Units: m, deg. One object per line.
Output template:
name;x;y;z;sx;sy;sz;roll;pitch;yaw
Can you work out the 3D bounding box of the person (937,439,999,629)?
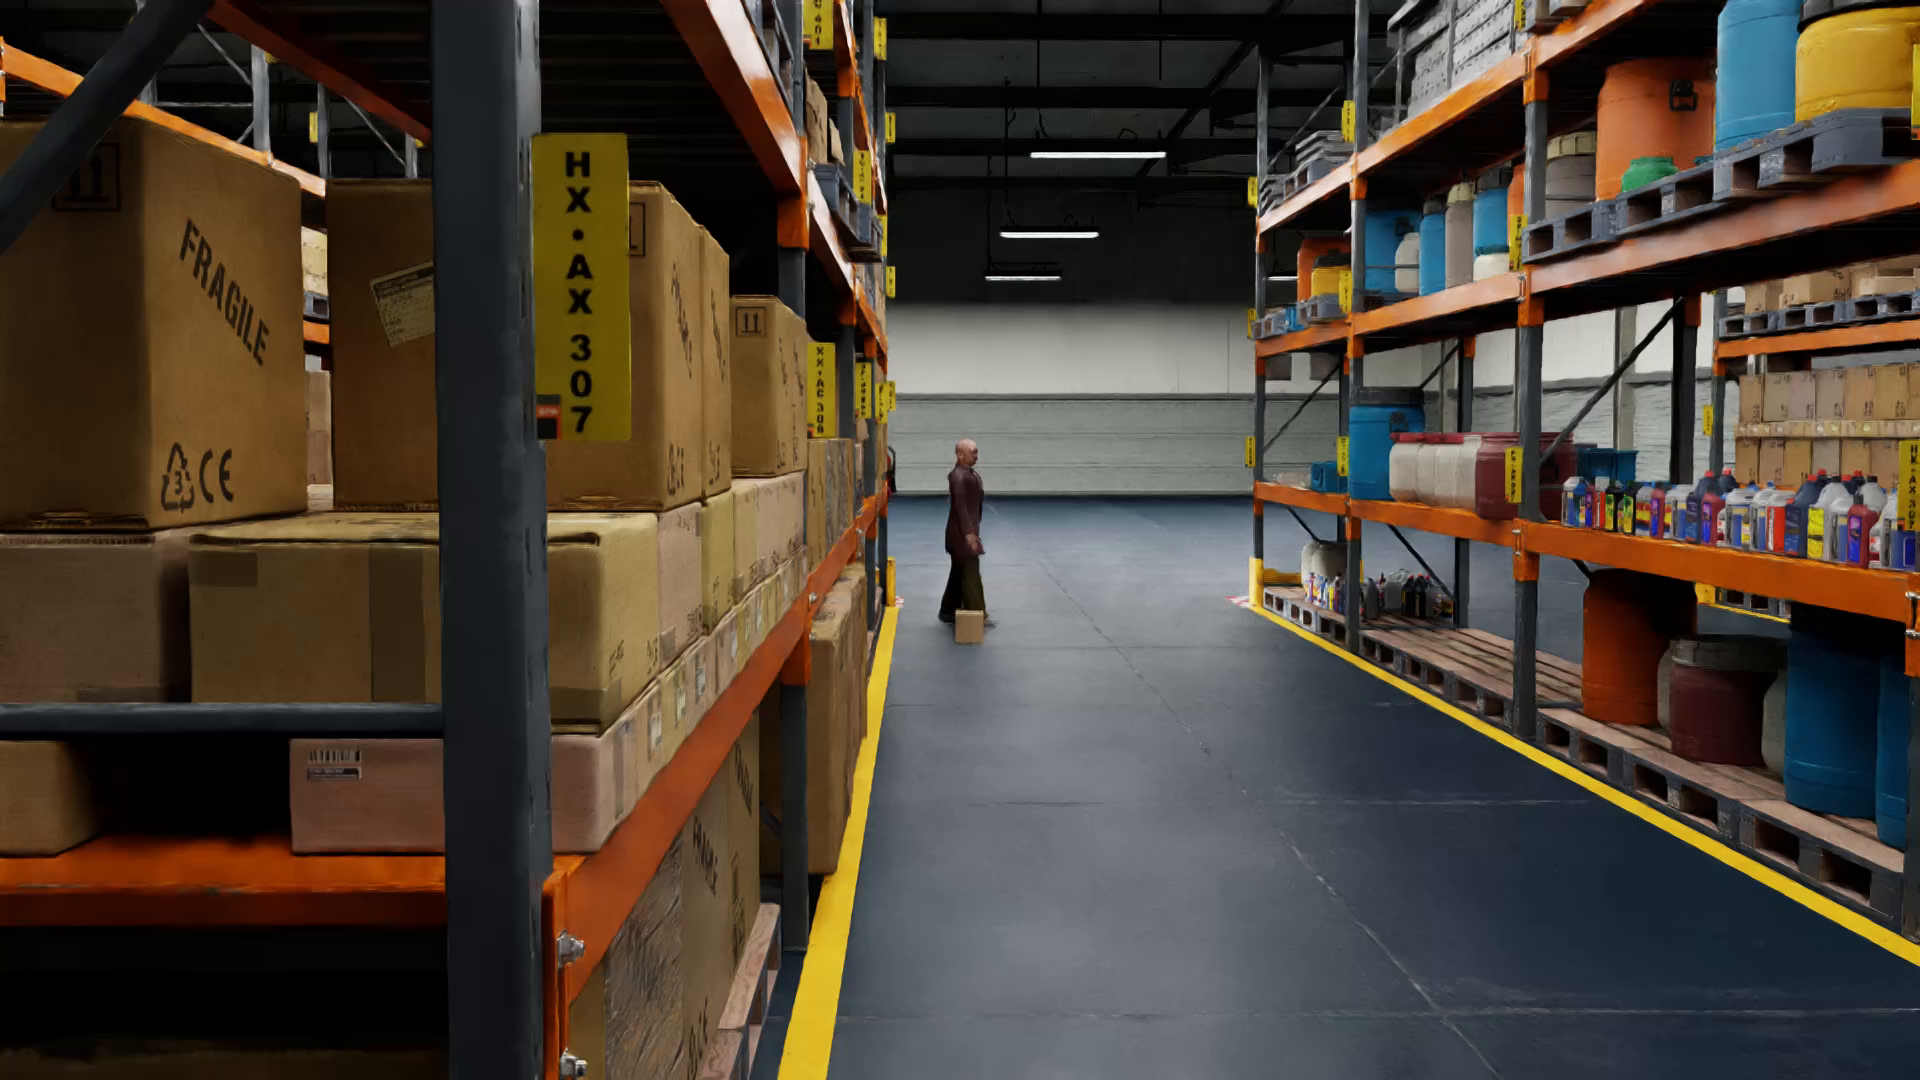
person;0.058;-0.050;15.496;0.627;1.787;0.649;1;4;8
